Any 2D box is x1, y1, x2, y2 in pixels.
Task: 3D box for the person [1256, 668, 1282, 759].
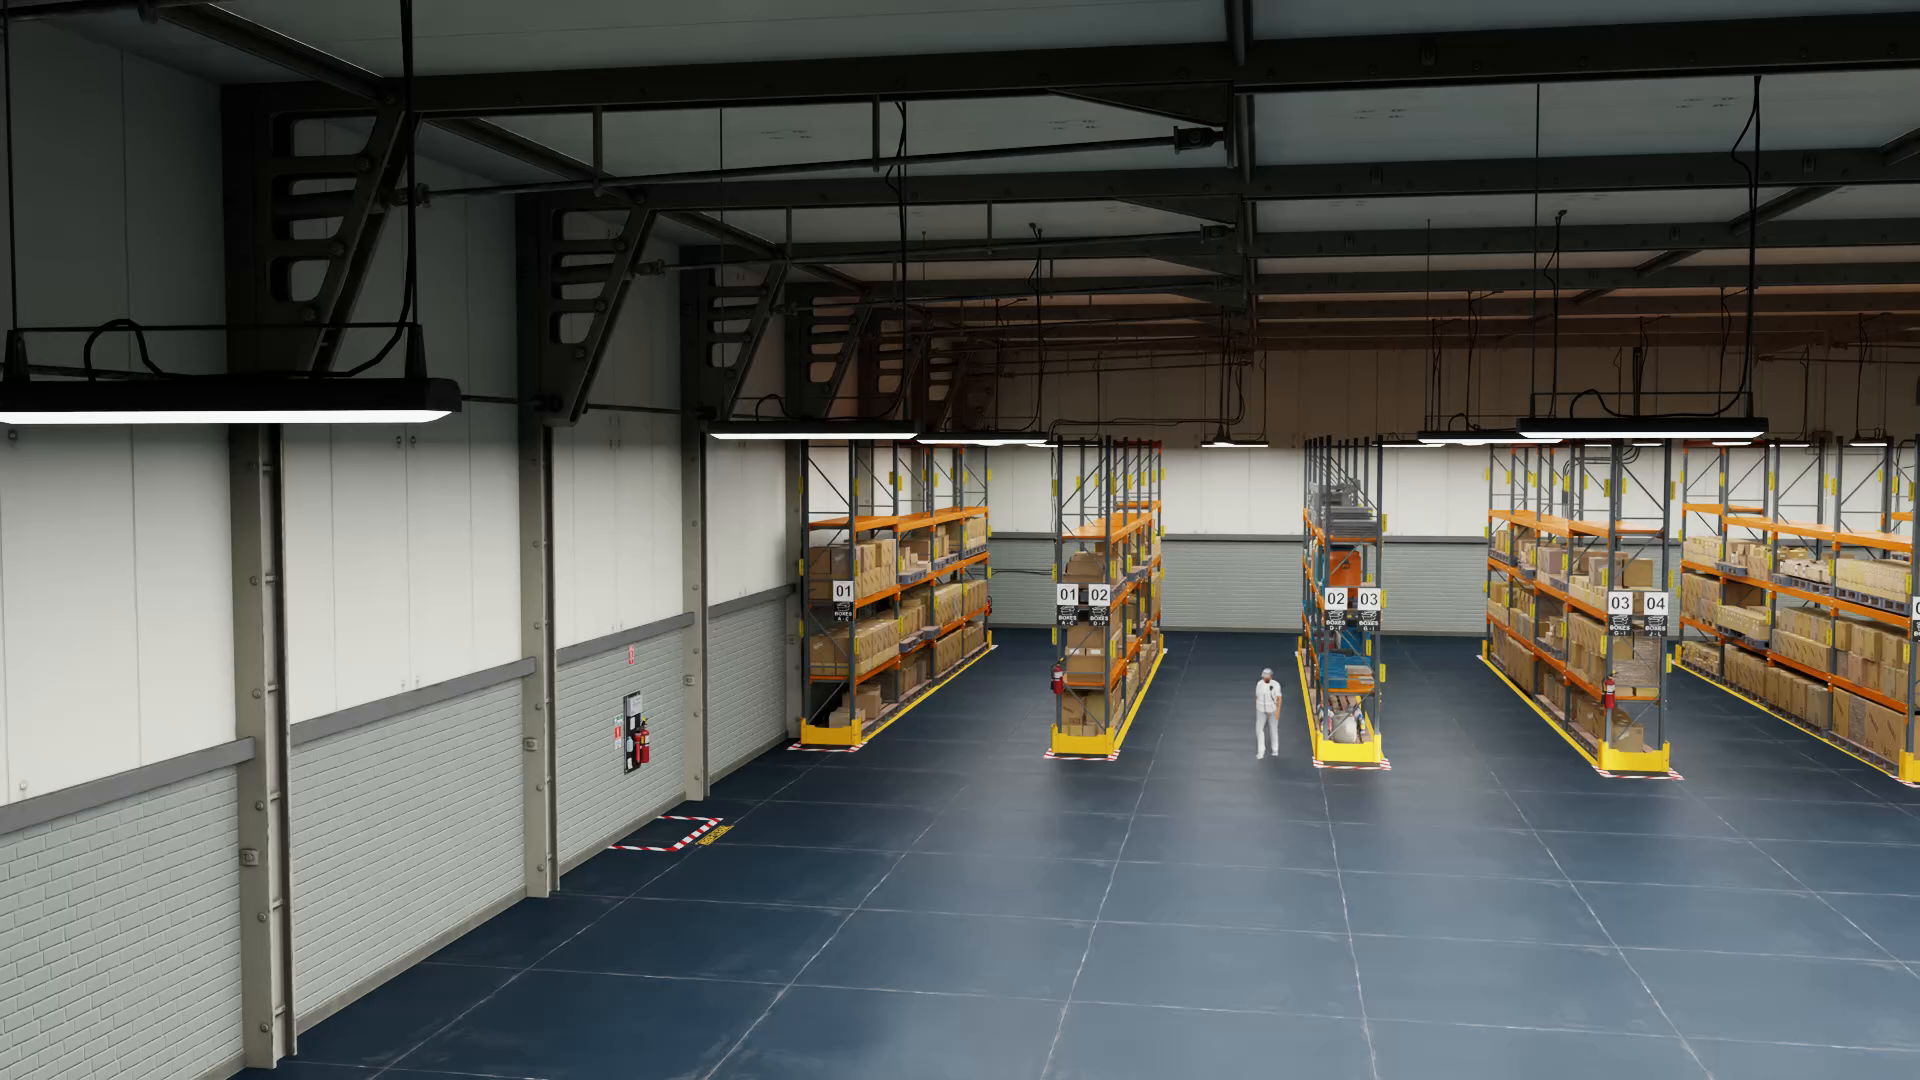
[{"bbox_3d":[5.759,3.230,31.047,0.525,1.699,0.585,2,4,30],"label":"person"}]
